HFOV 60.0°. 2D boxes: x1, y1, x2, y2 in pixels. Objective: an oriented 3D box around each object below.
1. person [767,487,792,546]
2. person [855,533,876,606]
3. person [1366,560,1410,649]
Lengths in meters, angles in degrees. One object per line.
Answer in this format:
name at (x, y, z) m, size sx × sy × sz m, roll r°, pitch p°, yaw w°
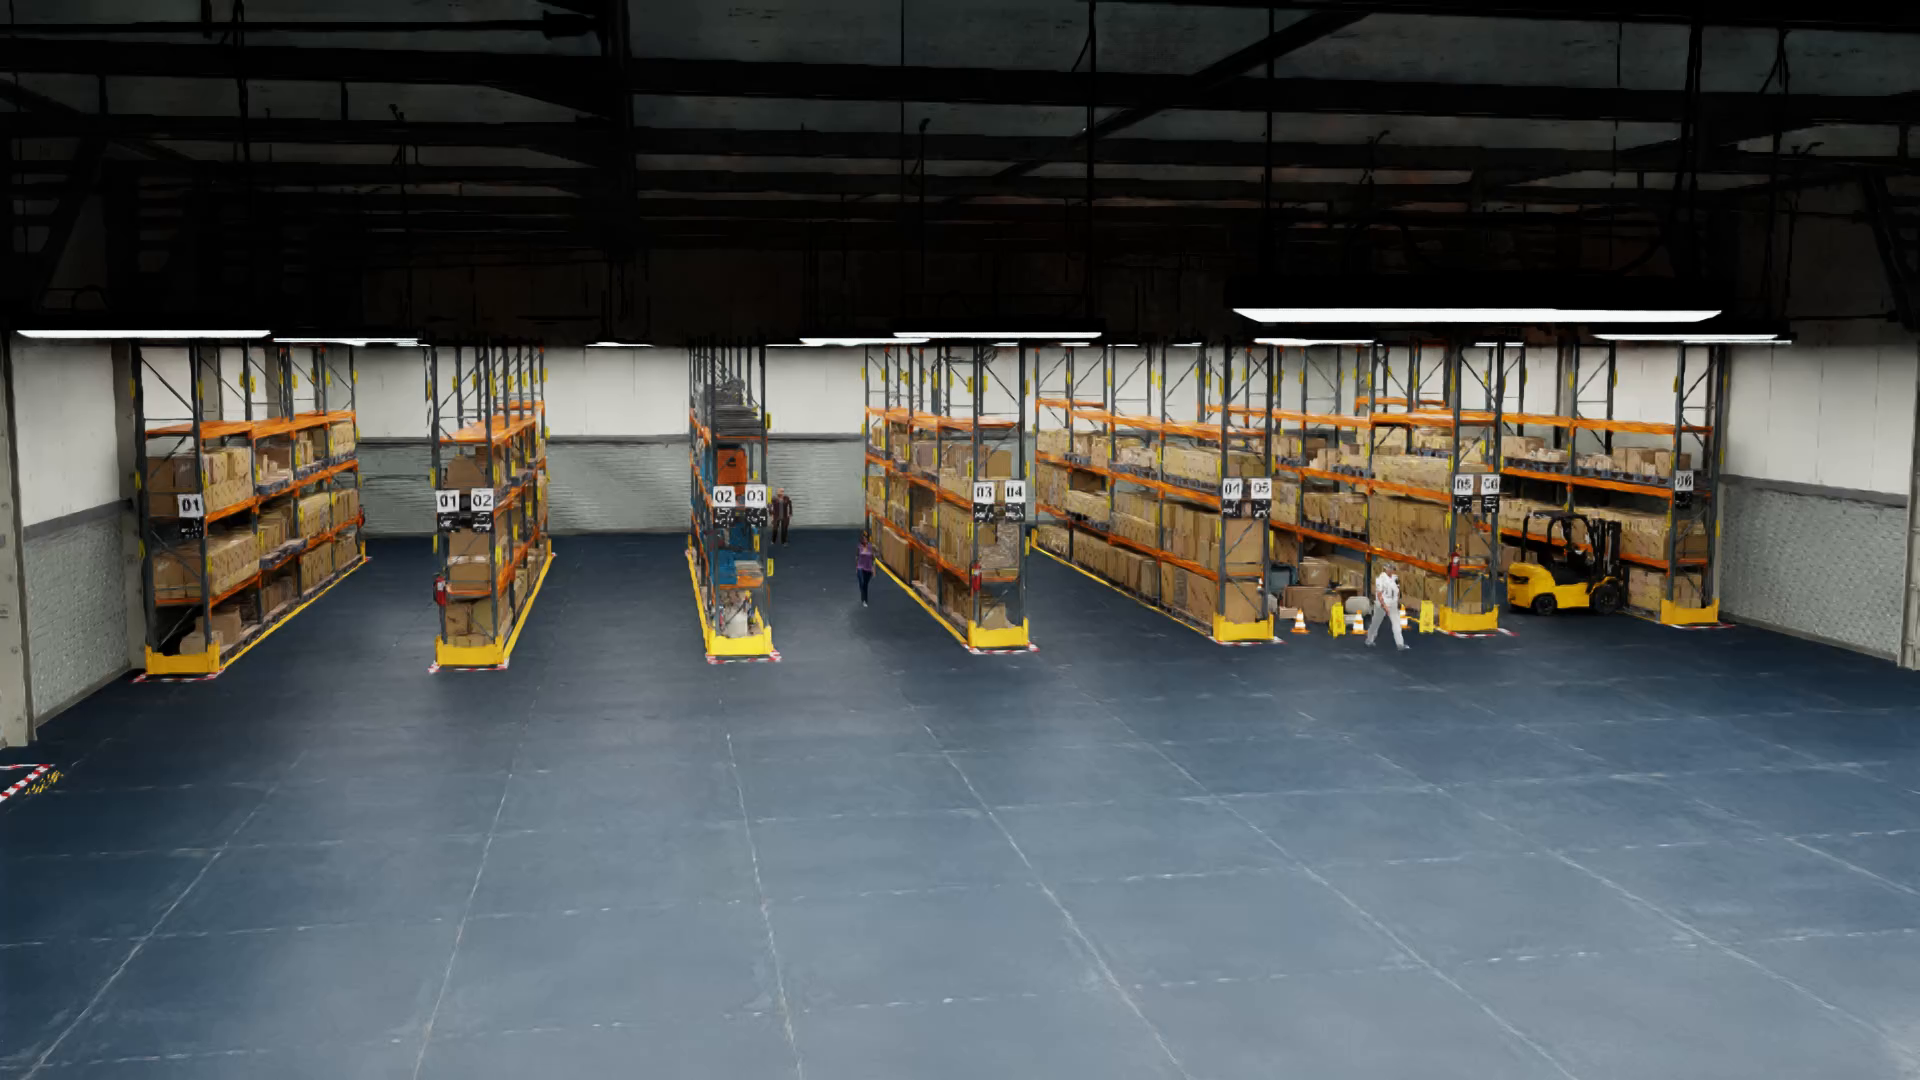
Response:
person at (-5.259, -0.693, 48.557) m, size 0.729 × 1.733 × 0.544 m, roll -1°, pitch 7°, yaw -12°
person at (-2.012, 0.603, 35.496) m, size 0.432 × 1.528 × 0.939 m, roll -1°, pitch 7°, yaw -12°
person at (8.161, 1.222, 31.783) m, size 0.536 × 1.707 × 1.036 m, roll -2°, pitch 7°, yaw -19°
